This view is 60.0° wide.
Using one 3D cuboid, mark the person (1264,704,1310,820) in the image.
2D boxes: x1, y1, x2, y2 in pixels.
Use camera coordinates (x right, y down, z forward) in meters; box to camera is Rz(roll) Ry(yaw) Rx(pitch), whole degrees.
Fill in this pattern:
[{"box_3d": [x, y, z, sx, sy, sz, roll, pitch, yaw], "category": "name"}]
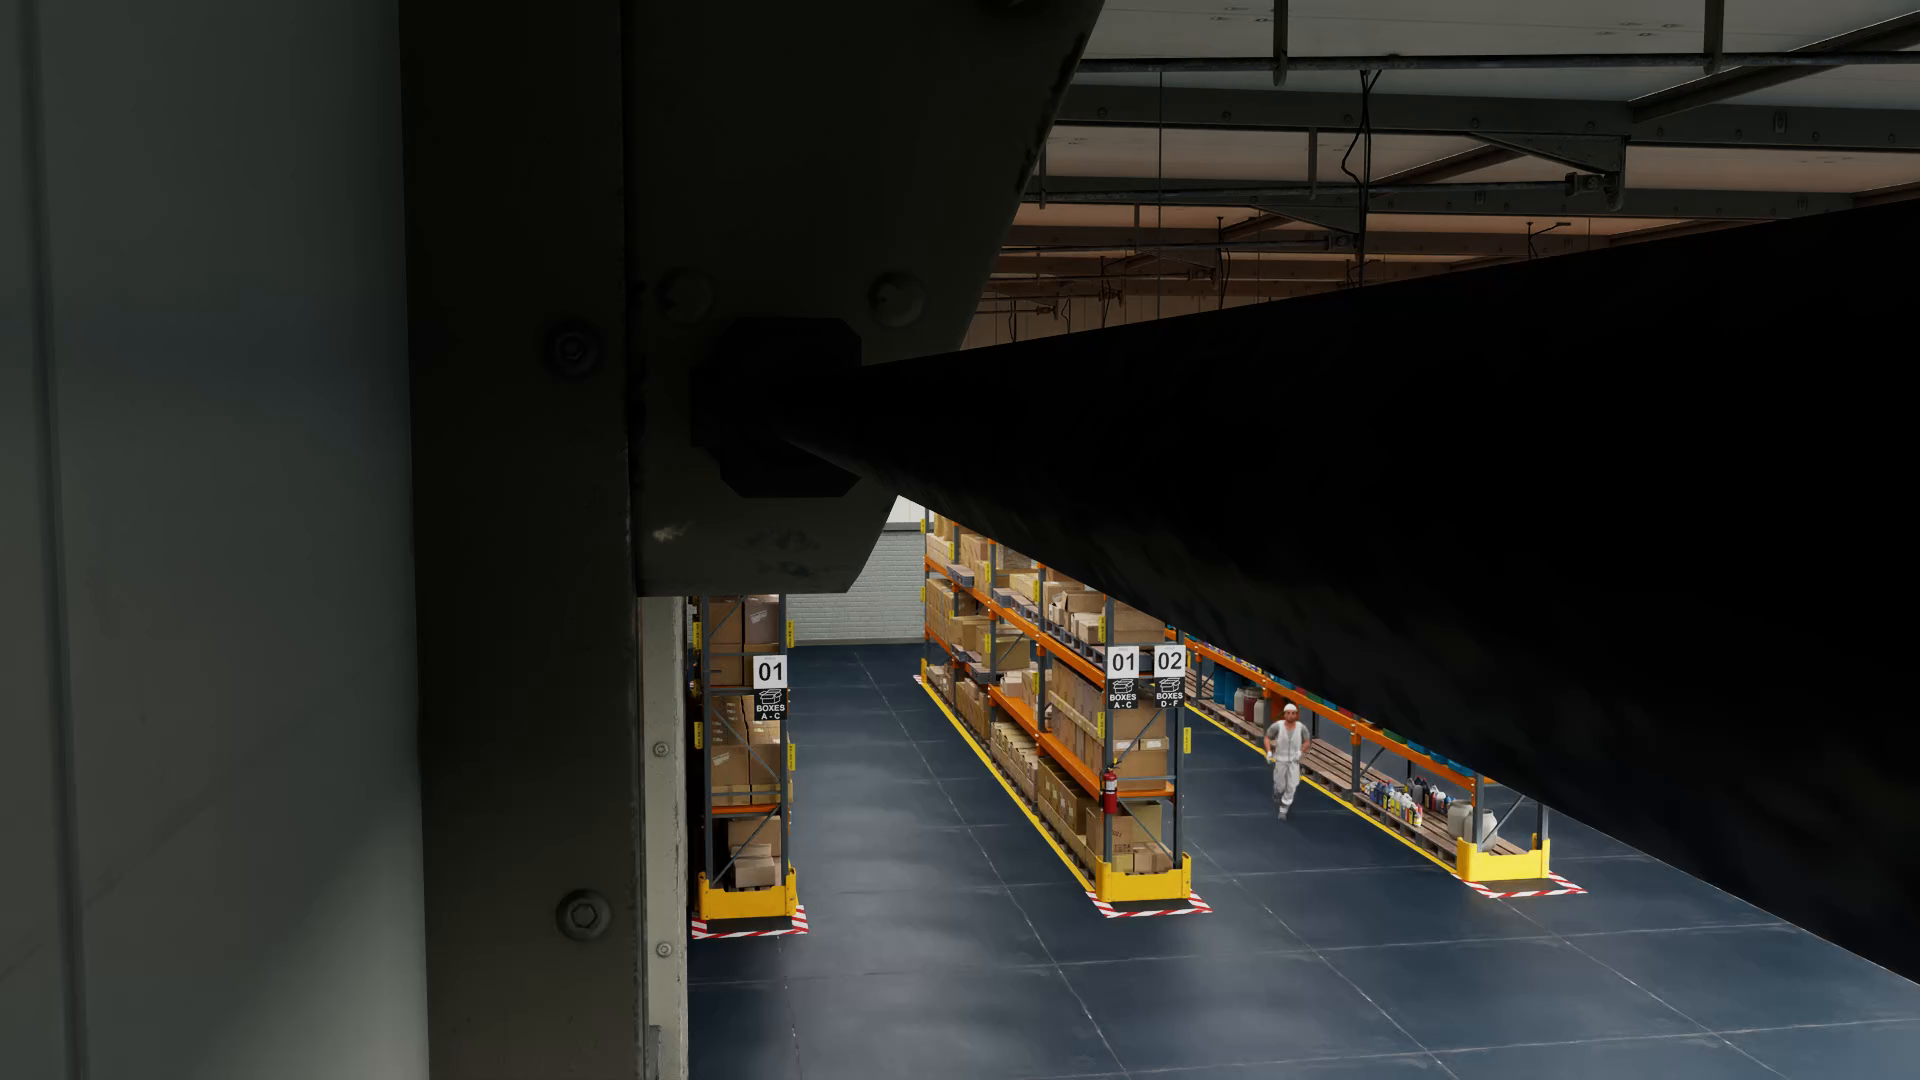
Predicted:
[{"box_3d": [4.899, 3.289, 24.879, 0.672, 1.723, 0.603, 0, 5, 0], "category": "person"}]
